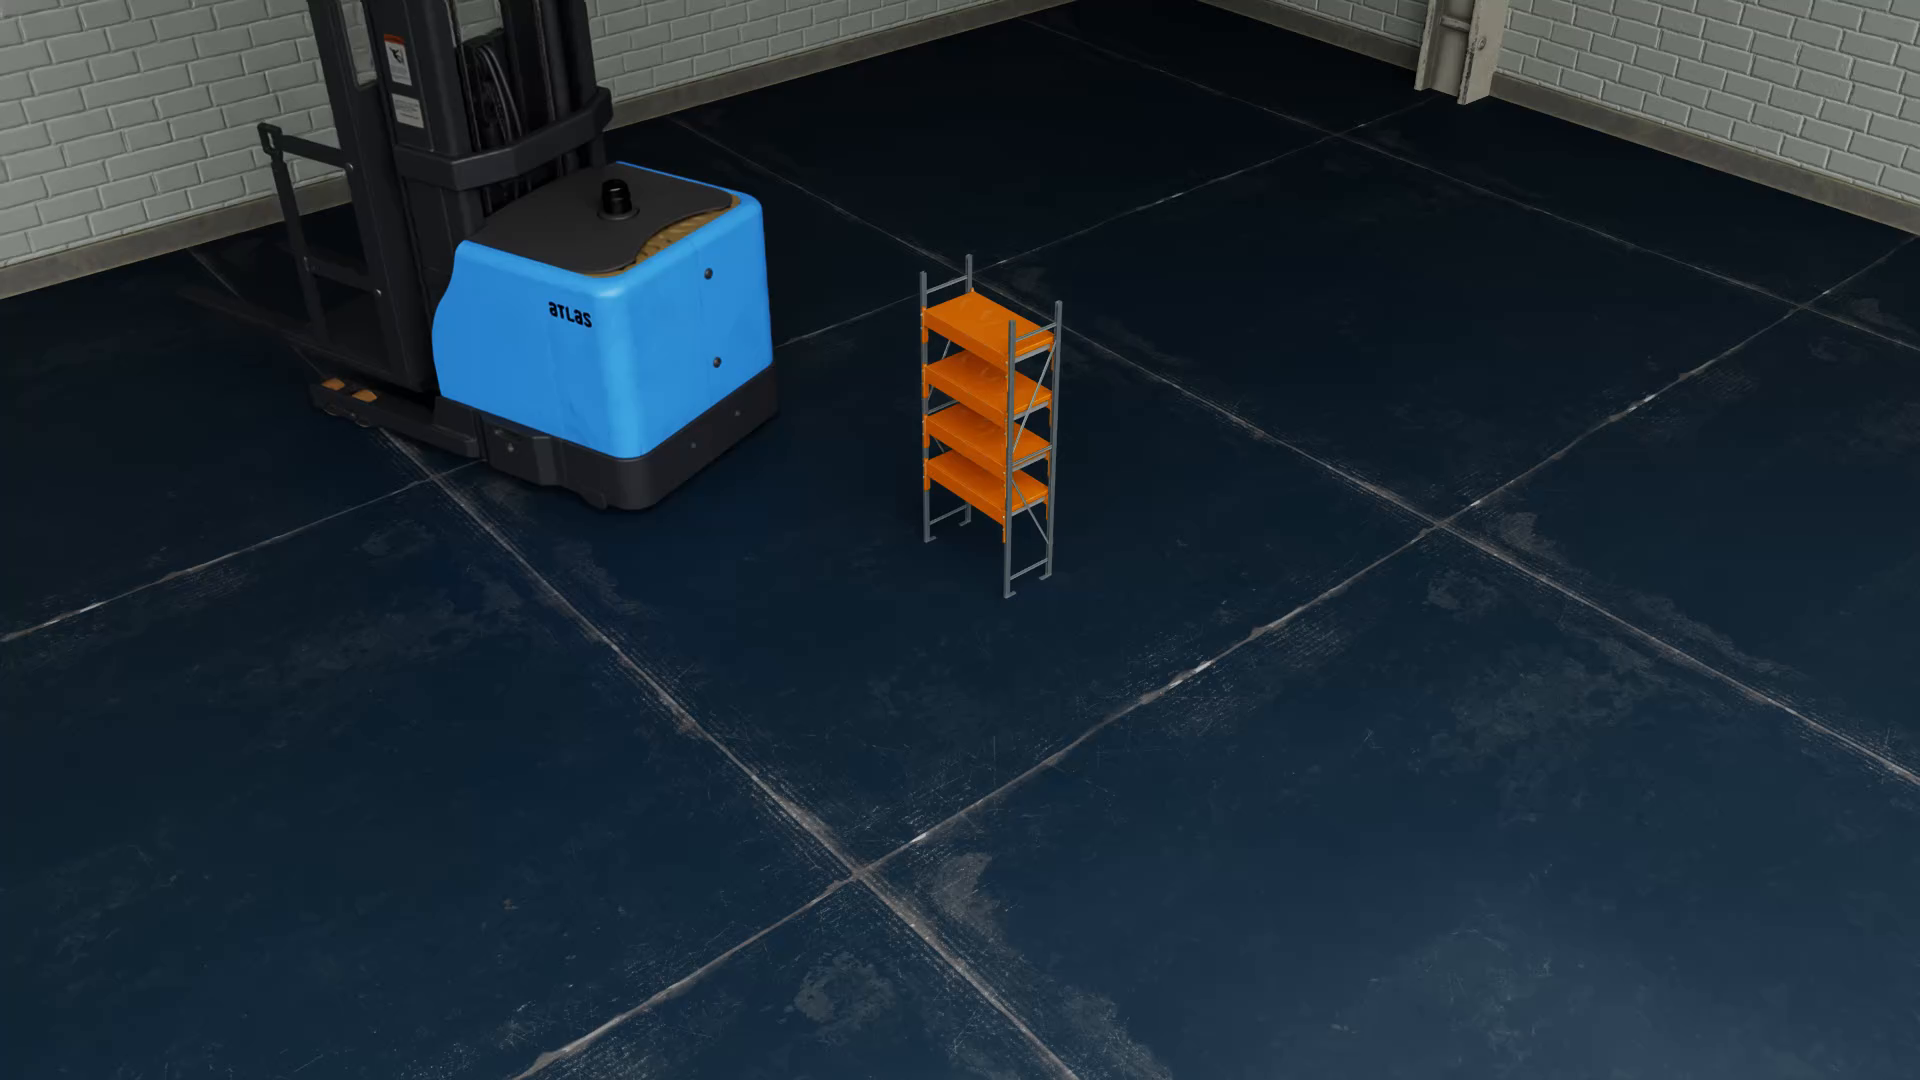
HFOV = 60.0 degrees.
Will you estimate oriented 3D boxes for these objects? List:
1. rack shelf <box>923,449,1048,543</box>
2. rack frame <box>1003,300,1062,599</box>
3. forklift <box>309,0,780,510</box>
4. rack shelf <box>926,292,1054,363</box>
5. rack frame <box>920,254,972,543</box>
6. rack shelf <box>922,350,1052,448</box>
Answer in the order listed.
[{"bbox_3d":[0.107,-0.200,6.454,0.258,0.148,0.480,-26,43,-32],"label":"rack shelf"},{"bbox_3d":[0.264,-0.309,6.148,0.240,1.200,0.015,-26,43,-32],"label":"rack frame"},{"bbox_3d":[-1.868,-1.757,6.750,1.939,2.867,1.129,19,39,25],"label":"forklift"},{"bbox_3d":[0.107,-0.769,6.050,0.221,0.050,0.457,-26,43,-32],"label":"rack shelf"},{"bbox_3d":[-0.051,-0.524,6.452,0.240,1.200,0.015,-26,43,-32],"label":"rack frame"},{"bbox_3d":[0.107,-0.544,6.210,0.258,0.148,0.480,-26,43,-32],"label":"rack shelf"}]
